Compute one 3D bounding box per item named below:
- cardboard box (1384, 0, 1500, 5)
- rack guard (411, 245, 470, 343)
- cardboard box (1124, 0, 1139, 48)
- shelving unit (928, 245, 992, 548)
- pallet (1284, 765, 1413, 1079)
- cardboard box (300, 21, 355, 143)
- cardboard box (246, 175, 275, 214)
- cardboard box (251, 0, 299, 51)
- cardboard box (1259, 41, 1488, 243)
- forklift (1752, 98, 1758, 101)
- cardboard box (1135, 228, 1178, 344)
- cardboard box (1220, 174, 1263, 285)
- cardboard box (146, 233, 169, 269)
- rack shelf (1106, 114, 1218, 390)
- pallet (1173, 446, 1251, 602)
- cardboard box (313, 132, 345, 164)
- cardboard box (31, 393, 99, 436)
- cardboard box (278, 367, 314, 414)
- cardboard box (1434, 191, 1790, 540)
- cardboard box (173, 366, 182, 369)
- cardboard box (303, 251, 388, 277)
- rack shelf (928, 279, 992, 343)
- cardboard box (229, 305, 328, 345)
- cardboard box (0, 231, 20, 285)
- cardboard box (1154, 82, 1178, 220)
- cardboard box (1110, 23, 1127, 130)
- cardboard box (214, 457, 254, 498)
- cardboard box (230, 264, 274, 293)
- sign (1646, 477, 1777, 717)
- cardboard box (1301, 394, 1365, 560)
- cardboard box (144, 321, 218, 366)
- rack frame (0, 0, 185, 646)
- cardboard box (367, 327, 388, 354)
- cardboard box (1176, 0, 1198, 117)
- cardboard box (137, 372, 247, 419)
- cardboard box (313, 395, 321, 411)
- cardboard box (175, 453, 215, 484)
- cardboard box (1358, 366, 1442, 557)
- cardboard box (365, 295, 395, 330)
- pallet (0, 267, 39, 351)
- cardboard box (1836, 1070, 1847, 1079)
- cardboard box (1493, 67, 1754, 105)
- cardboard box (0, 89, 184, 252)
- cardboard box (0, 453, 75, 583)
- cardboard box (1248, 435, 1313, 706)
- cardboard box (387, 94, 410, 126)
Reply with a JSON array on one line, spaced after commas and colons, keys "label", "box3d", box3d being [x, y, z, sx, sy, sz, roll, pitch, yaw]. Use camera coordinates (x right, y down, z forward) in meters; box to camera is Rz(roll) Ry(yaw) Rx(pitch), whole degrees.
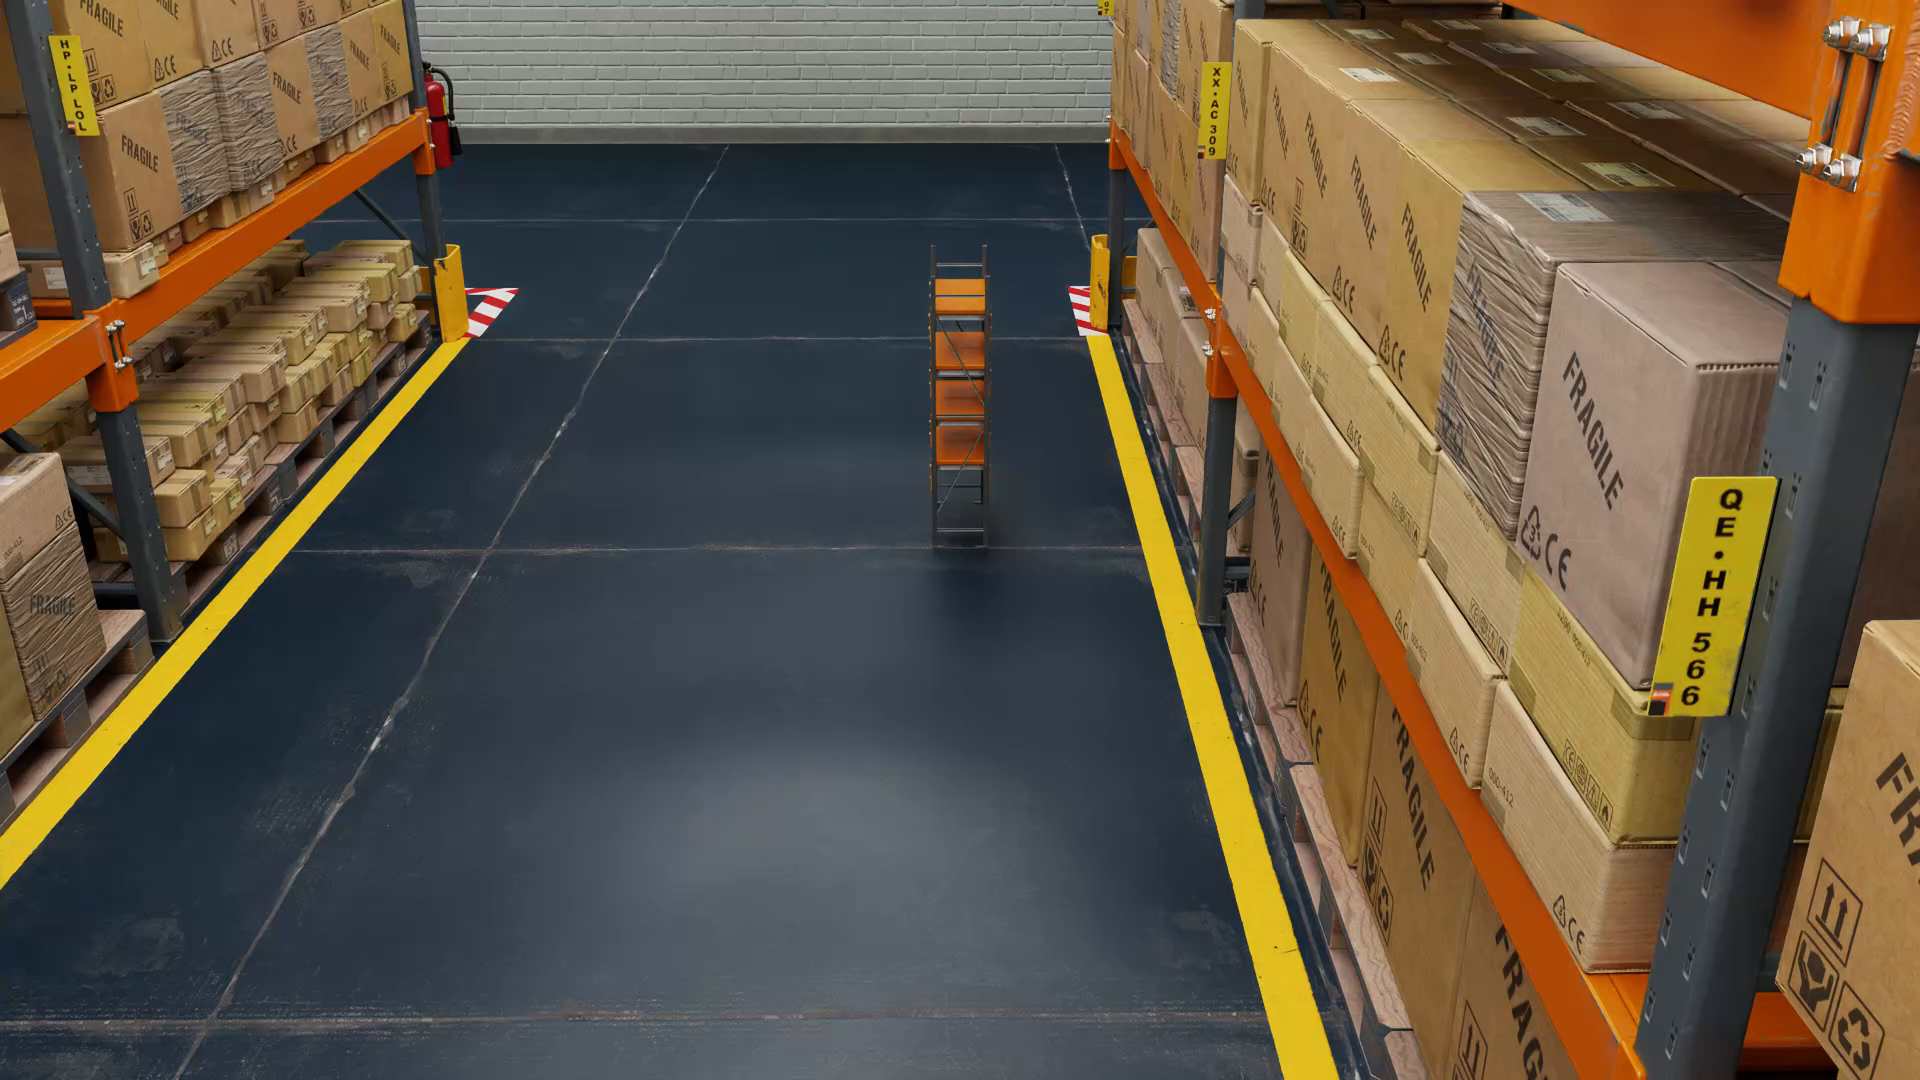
[{"label": "cardboard box", "box3d": [1.688, -1.978, 5.862, 0.380, 0.149, 0.250, -1, 24, -1]}, {"label": "rack guard", "box3d": [-3.560, -1.464, 9.881, 1.175, 0.500, 0.348, 0, 24, -1]}, {"label": "cardboard box", "box3d": [1.121, -2.788, 8.439, 0.500, 0.500, 0.500, -1, 24, -2]}, {"label": "shelving unit", "box3d": [-0.002, -0.615, 7.154, 0.258, 1.200, 0.503, 0, 24, -1]}, {"label": "pallet", "box3d": [1.532, 1.042, 4.690, 1.003, 0.211, 1.213, 0, 24, -1]}, {"label": "cardboard box", "box3d": [-3.283, -2.211, 8.016, 0.500, 0.500, 0.500, 0, 24, 0]}, {"label": "cardboard box", "box3d": [-3.256, -1.533, 7.304, 0.380, 0.149, 0.250, 1, 24, 2]}, {"label": "cardboard box", "box3d": [-3.278, -2.443, 7.316, 0.500, 0.500, 0.500, -1, 24, -2]}, {"label": "cardboard box", "box3d": [1.182, -1.159, 4.839, 0.500, 0.500, 0.500, 0, 24, -1]}, {"label": "forklift", "box3d": [3.065, -1.488, 6.982, 1.130, 2.935, 3.031, 0, 24, 0]}, {"label": "cardboard box", "box3d": [1.495, -1.451, 9.418, 0.875, 0.438, 0.875, -1, 24, -2]}, {"label": "cardboard box", "box3d": [1.154, -1.027, 5.457, 0.500, 0.250, 0.500, -1, 24, -2]}, {"label": "cardboard box", "box3d": [-3.270, -1.096, 6.339, 0.380, 0.149, 0.250, 0, 24, 1]}, {"label": "rack shelf", "box3d": [1.410, -1.547, 7.903, 1.077, 0.370, 4.000, 0, 24, -1]}, {"label": "pallet", "box3d": [1.502, -0.094, 7.201, 1.003, 0.211, 1.213, 0, 24, -1]}, {"label": "cardboard box", "box3d": [-3.292, -1.968, 8.265, 0.380, 0.149, 0.250, -1, 24, -3]}, {"label": "cardboard box", "box3d": [-3.833, -0.503, 6.950, 0.380, 0.149, 0.250, 0, 24, -1]}, {"label": "cardboard box", "box3d": [-3.251, -0.698, 7.743, 0.380, 0.149, 0.250, 0, 24, -1]}, {"label": "cardboard box", "box3d": [1.194, -0.327, 2.997, 0.500, 0.500, 0.500, 0, 24, 0]}, {"label": "cardboard box", "box3d": [-3.744, -0.794, 7.954, 0.380, 0.149, 0.250, 1, 24, 2]}, {"label": "cardboard box", "box3d": [-3.356, -1.477, 9.105, 0.380, 0.149, 0.250, 0, 24, 0]}, {"label": "rack shelf", "box3d": [-0.002, -0.973, 6.992, 0.258, 0.148, 0.480, 0, 24, -1]}, {"label": "cardboard box", "box3d": [-3.336, -1.045, 8.148, 0.380, 0.149, 0.250, -1, 24, -2]}, {"label": "cardboard box", "box3d": [-3.315, -0.901, 5.397, 0.380, 0.149, 0.250, -1, 24, -2]}, {"label": "cardboard box", "box3d": [1.140, -1.705, 7.258, 0.500, 0.500, 0.500, -1, 24, -1]}, {"label": "cardboard box", "box3d": [1.106, -2.545, 9.116, 0.500, 0.500, 0.500, 0, 24, -1]}, {"label": "cardboard box", "box3d": [-3.257, -0.242, 7.096, 0.380, 0.149, 0.250, 0, 24, -1]}, {"label": "cardboard box", "box3d": [-3.897, -1.363, 8.852, 0.380, 0.149, 0.250, 0, 24, -1]}, {"label": "sign", "box3d": [0.920, 0.074, 2.041, 0.100, 0.325, 0.005, 0, 24, -1]}, {"label": "cardboard box", "box3d": [1.166, -0.169, 4.166, 0.500, 0.250, 0.500, -1, 24, -1]}, {"label": "cardboard box", "box3d": [-3.762, -0.935, 7.906, 0.380, 0.149, 0.250, 0, 24, 0]}, {"label": "rack frame", "box3d": [-3.517, -0.986, 5.791, 1.000, 3.000, 0.127, 0, 24, -1]}, {"label": "cardboard box", "box3d": [-3.326, -1.096, 8.984, 0.380, 0.149, 0.250, 0, 24, -1]}, {"label": "cardboard box", "box3d": [1.153, -1.954, 6.595, 0.500, 0.500, 0.500, -1, 24, -1]}, {"label": "cardboard box", "box3d": [-3.335, -0.618, 7.204, 0.380, 0.149, 0.250, -1, 24, -2]}, {"label": "cardboard box", "box3d": [-3.334, -0.673, 8.047, 0.380, 0.149, 0.250, 0, 24, 1]}, {"label": "cardboard box", "box3d": [-3.293, -0.269, 6.794, 0.380, 0.149, 0.250, 0, 24, 0]}, {"label": "cardboard box", "box3d": [1.181, -0.182, 3.588, 0.500, 0.250, 0.500, -1, 24, -2]}, {"label": "cardboard box", "box3d": [-3.262, -1.232, 8.924, 0.380, 0.149, 0.250, -1, 24, -3]}, {"label": "pallet", "box3d": [-3.654, -0.583, 5.133, 1.003, 0.211, 1.213, 0, 24, -1]}, {"label": "cardboard box", "box3d": [1.293, 0.656, 1.955, 0.380, 0.149, 0.250, -2, 24, -4]}, {"label": "cardboard box", "box3d": [1.687, -0.946, 4.368, 0.500, 0.500, 0.500, 0, 24, 1]}, {"label": "cardboard box", "box3d": [-3.270, -1.373, 6.163, 0.500, 0.500, 0.500, -1, 24, -2]}, {"label": "cardboard box", "box3d": [-3.256, -0.075, 5.389, 0.500, 0.250, 0.500, -1, 24, -2]}, {"label": "cardboard box", "box3d": [1.518, -0.019, 5.720, 0.875, 0.875, 0.875, 0, 24, 1]}, {"label": "cardboard box", "box3d": [-3.274, -2.387, 9.193, 0.380, 0.149, 0.250, 0, 24, 0]}]
